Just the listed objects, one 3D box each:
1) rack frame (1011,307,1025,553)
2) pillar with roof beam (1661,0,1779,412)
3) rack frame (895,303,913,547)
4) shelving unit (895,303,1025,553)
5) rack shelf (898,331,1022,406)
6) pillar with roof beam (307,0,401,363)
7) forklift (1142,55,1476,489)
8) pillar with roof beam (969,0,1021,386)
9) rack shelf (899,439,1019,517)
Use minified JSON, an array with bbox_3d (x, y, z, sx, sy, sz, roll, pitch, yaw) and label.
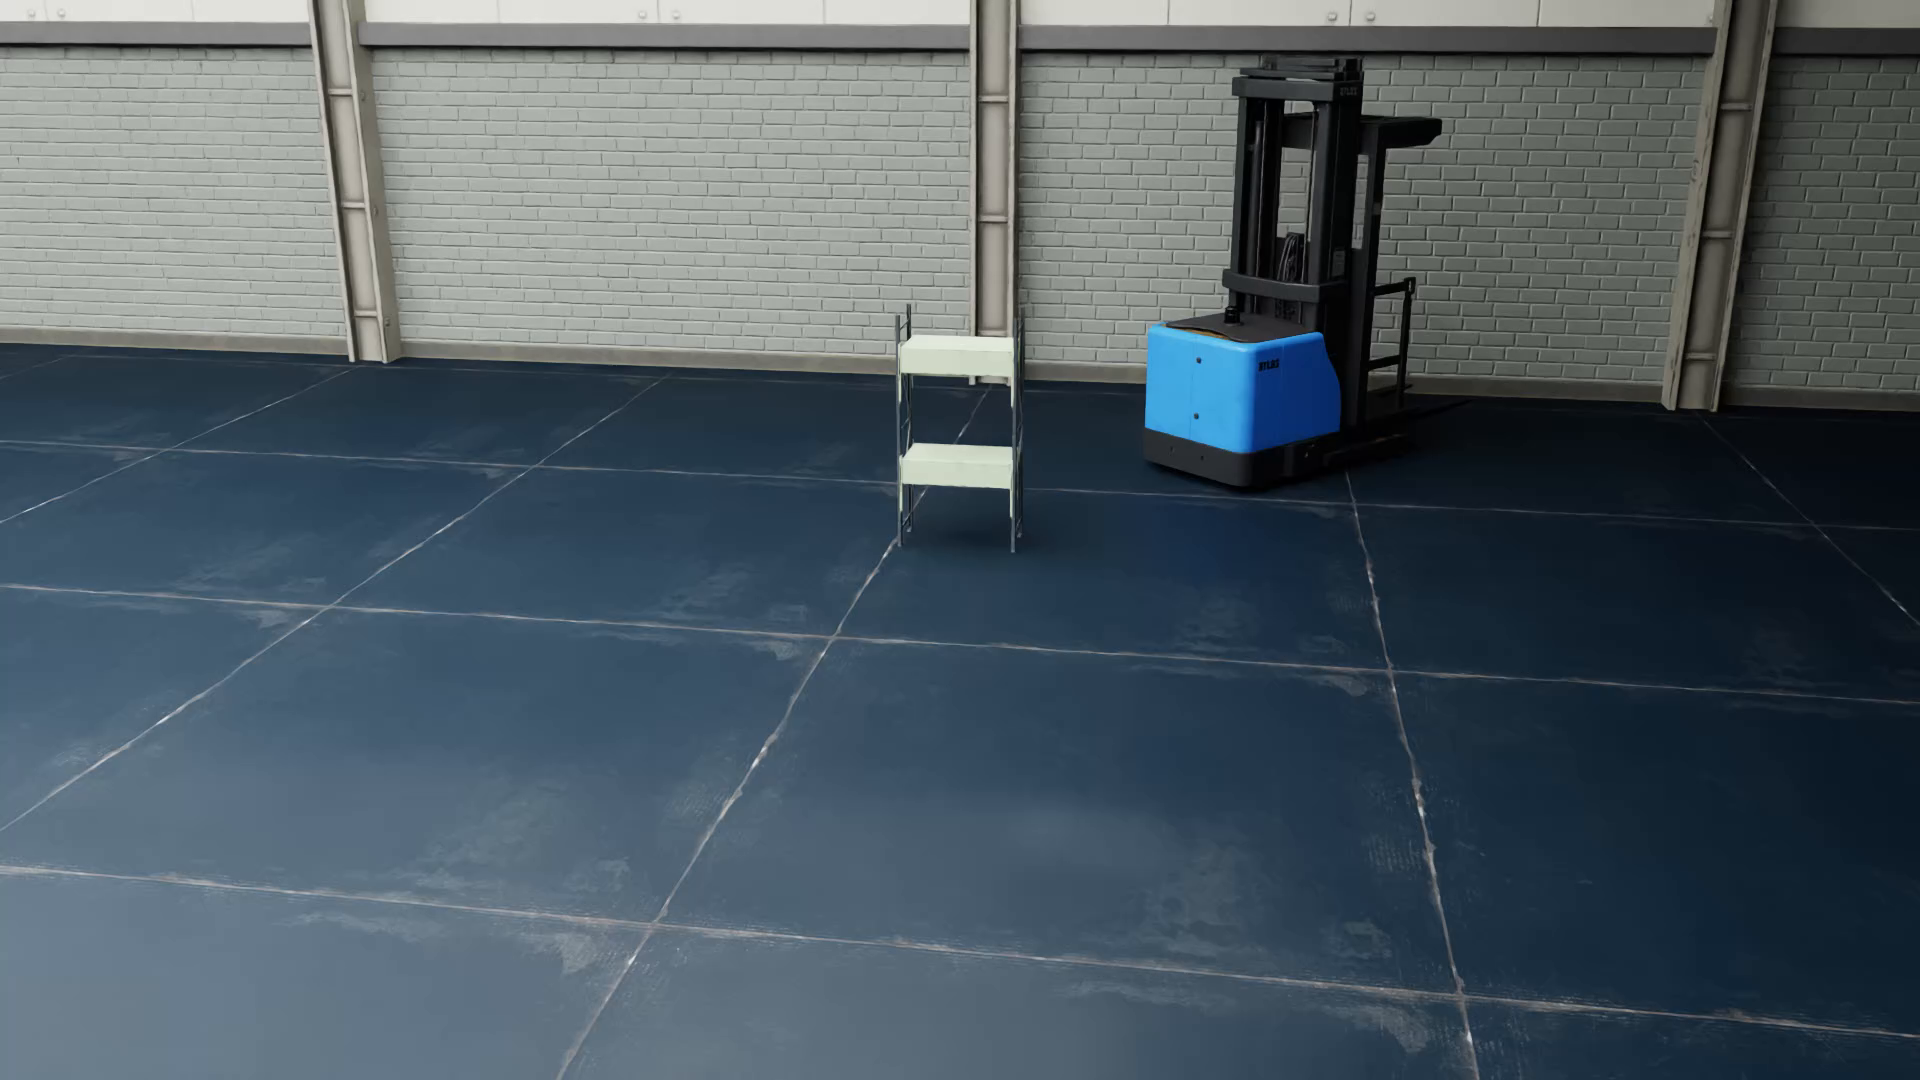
[{"bbox_3d":[0.368,-0.692,10.509,0.023,1.500,0.400,3,19,9],"label":"rack frame"},{"bbox_3d":[5.543,-4.058,8.751,0.400,9.000,9.100,3,19,9],"label":"pillar with roof beam"},{"bbox_3d":[-0.355,-0.729,10.619,0.023,1.500,0.400,3,19,9],"label":"rack frame"},{"bbox_3d":[0.007,-0.711,10.564,0.755,1.500,0.431,3,19,9],"label":"shelving unit"},{"bbox_3d":[0.007,-1.081,10.440,0.720,0.370,0.431,3,19,9],"label":"rack shelf"},{"bbox_3d":[-6.305,-4.662,10.556,0.400,9.000,9.100,3,19,9],"label":"pillar with roof beam"},{"bbox_3d":[2.820,-2.116,12.507,3.031,2.935,1.130,-14,23,-37],"label":"forklift"},{"bbox_3d":[-0.381,-4.360,9.653,0.400,9.000,9.100,3,19,9],"label":"pillar with roof beam"},{"bbox_3d":[0.007,-0.402,10.668,0.720,0.370,0.431,3,19,9],"label":"rack shelf"}]
